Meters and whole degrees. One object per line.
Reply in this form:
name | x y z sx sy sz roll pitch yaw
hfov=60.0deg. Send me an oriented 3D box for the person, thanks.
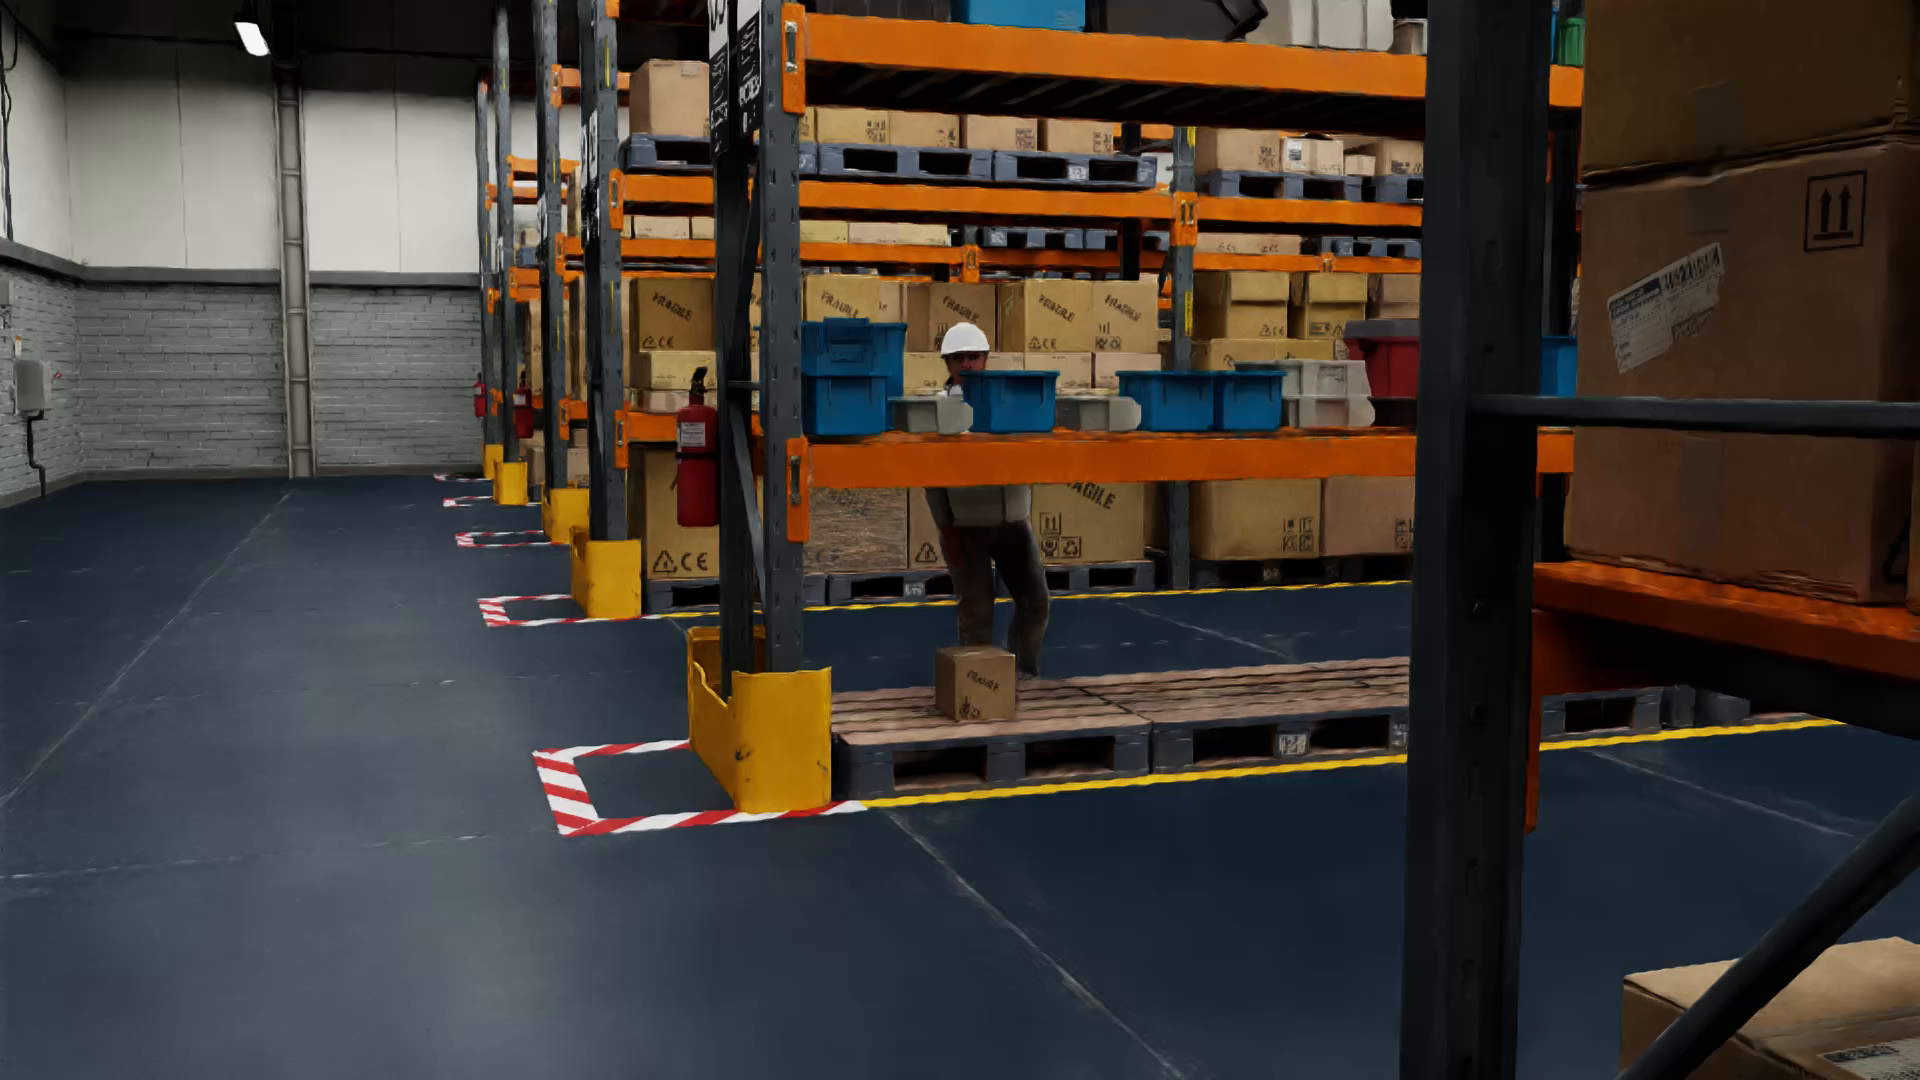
person | 0.141 -0.057 7.383 0.662 1.811 0.397 -4 7 -34
